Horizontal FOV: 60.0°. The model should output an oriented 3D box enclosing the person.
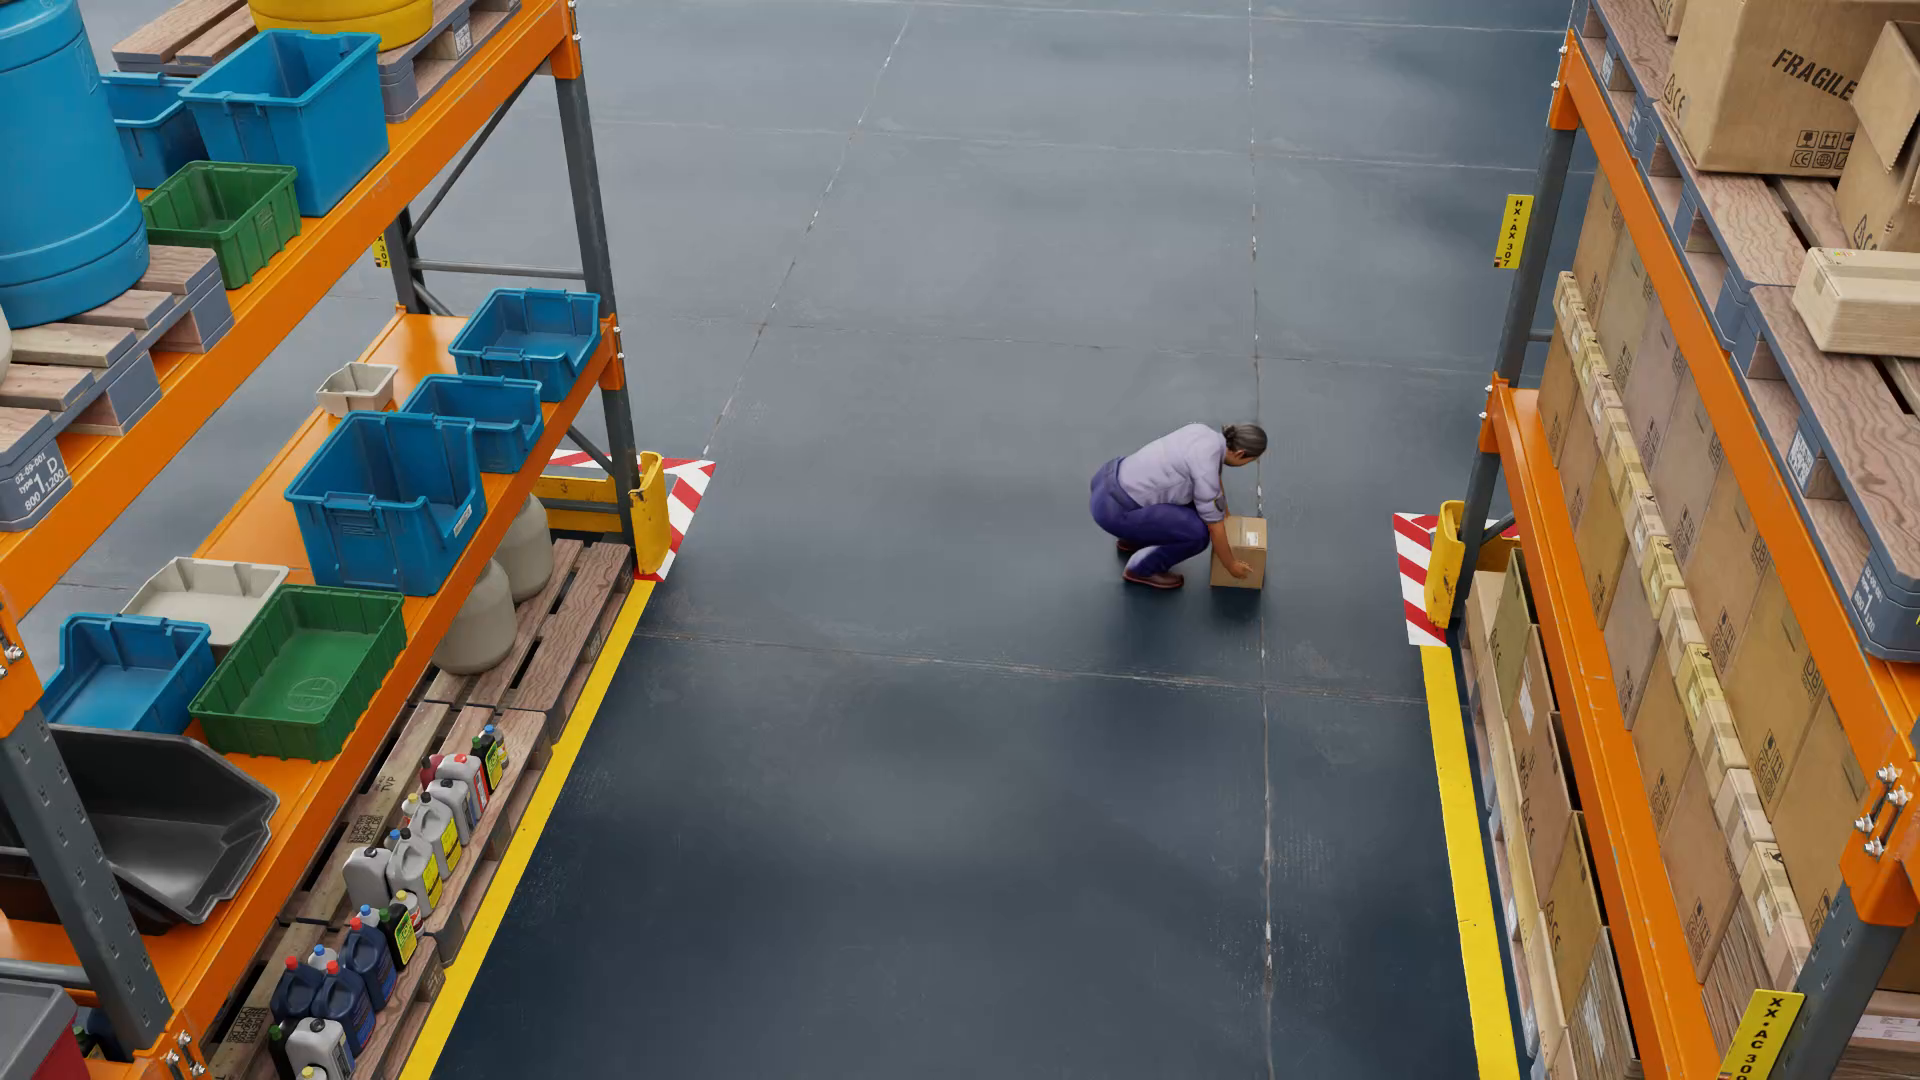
[{"bbox_3d":[1.034,-0.203,8.023,0.815,0.833,0.517,4,37,6],"label":"person"}]
